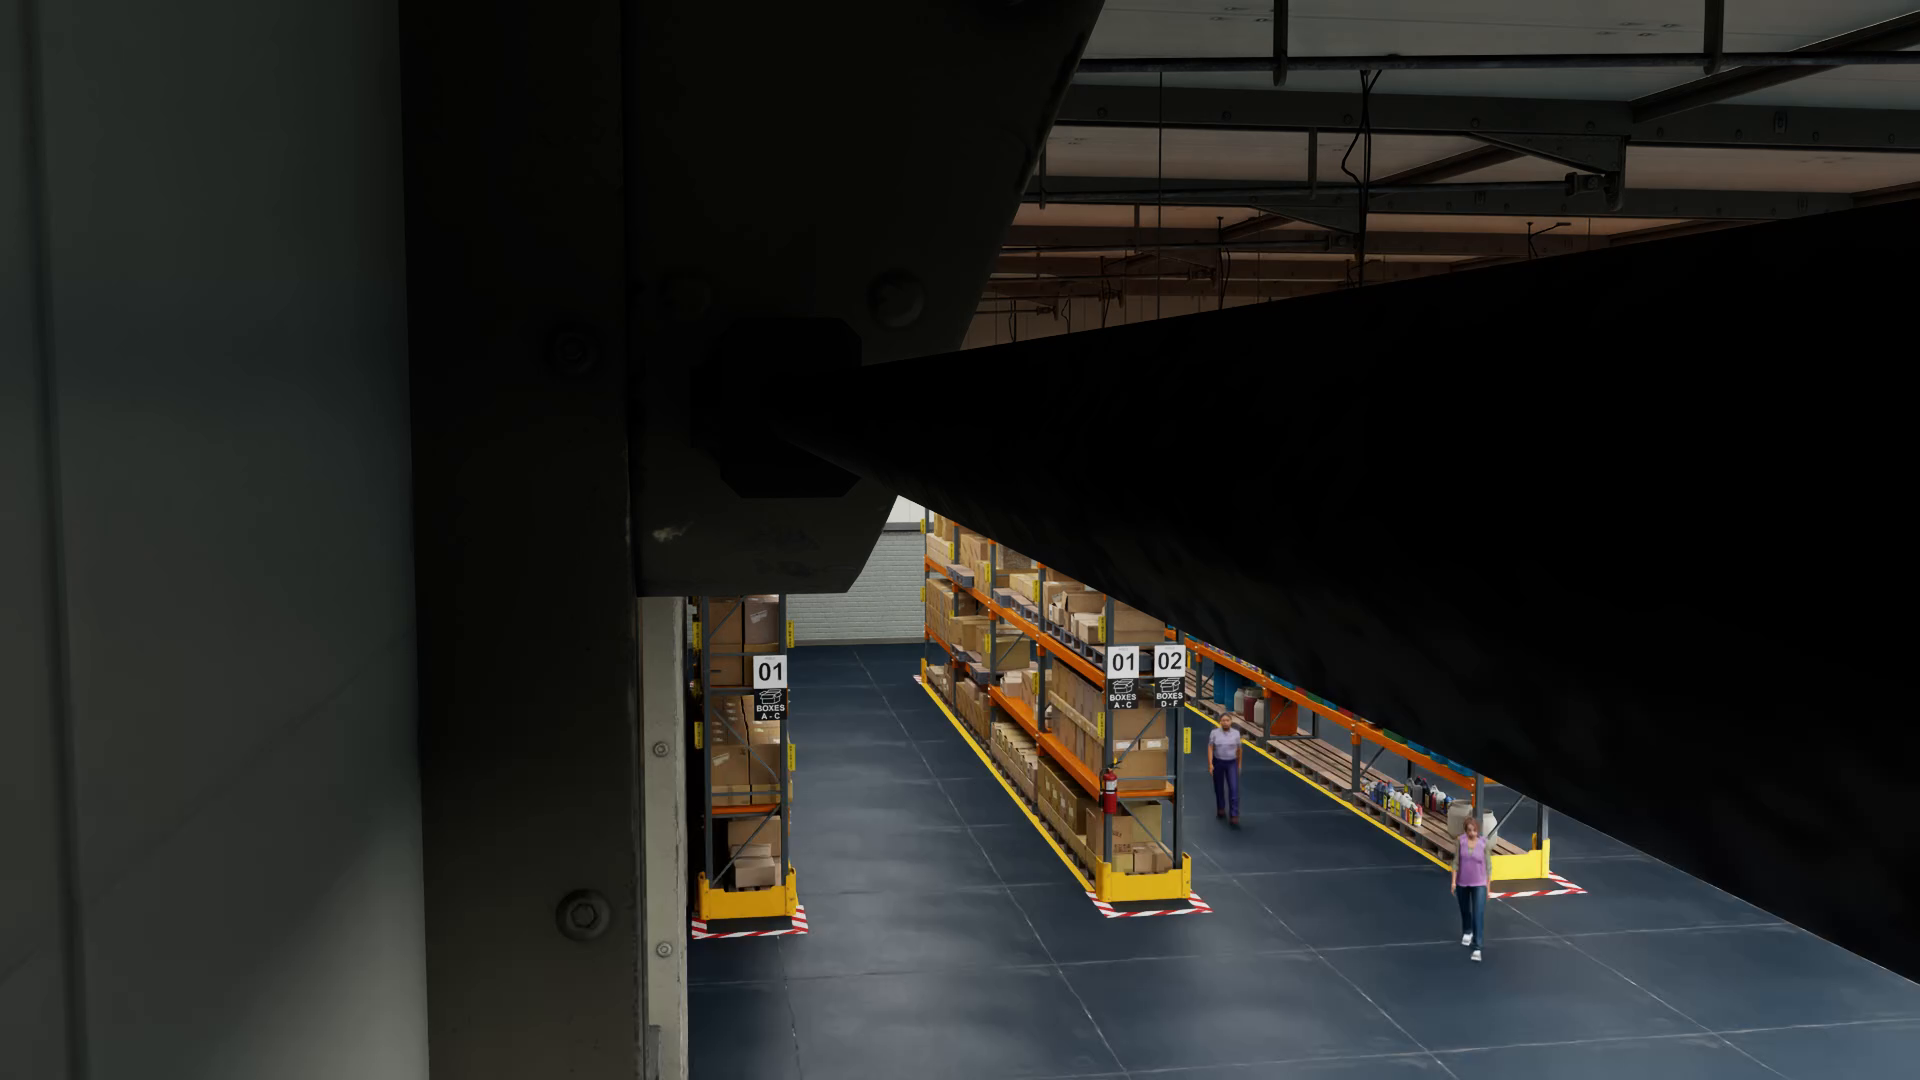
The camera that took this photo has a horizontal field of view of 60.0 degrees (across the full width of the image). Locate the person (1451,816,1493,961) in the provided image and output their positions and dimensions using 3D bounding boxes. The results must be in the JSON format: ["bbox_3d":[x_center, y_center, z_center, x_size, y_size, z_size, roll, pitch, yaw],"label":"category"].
[{"bbox_3d":[5.781,3.892,18.782,0.427,1.563,0.817,3,6,33],"label":"person"}]

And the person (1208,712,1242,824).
[{"bbox_3d":[3.916,3.355,24.554,0.530,1.591,0.991,1,5,15],"label":"person"}]
